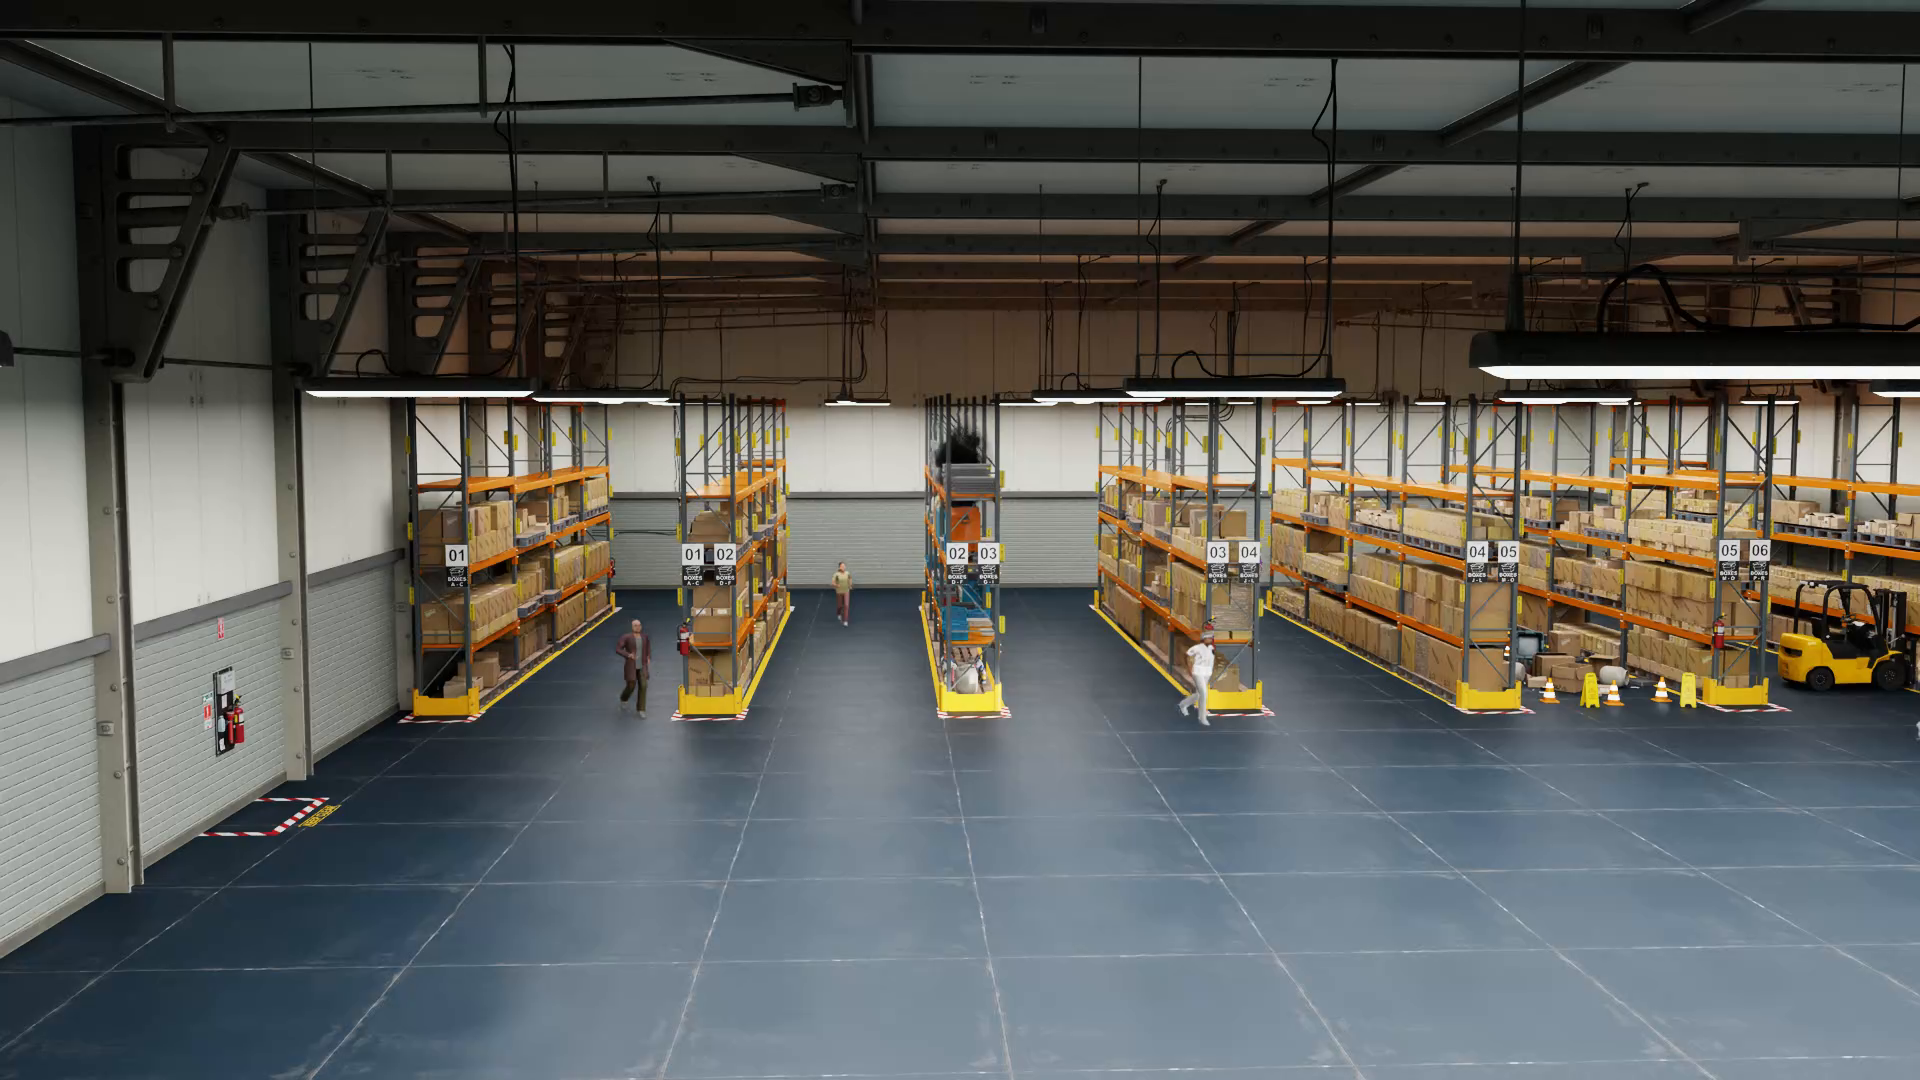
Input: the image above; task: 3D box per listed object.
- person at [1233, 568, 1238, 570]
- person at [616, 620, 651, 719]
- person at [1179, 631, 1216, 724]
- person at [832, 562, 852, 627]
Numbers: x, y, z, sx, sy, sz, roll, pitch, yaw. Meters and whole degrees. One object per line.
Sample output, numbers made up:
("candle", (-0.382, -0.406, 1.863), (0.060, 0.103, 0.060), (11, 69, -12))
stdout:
("person", (7.762, 1.102, 48.256), (0.891, 1.603, 0.760), (-3, 6, -37))
("person", (-6.057, 2.391, 31.032), (0.727, 1.796, 0.938), (-3, 5, -30))
("person", (4.391, 2.515, 30.543), (0.613, 1.731, 0.833), (-4, 6, -39))
("person", (-3.113, 1.414, 43.995), (0.583, 1.668, 0.935), (-1, 5, -15))
